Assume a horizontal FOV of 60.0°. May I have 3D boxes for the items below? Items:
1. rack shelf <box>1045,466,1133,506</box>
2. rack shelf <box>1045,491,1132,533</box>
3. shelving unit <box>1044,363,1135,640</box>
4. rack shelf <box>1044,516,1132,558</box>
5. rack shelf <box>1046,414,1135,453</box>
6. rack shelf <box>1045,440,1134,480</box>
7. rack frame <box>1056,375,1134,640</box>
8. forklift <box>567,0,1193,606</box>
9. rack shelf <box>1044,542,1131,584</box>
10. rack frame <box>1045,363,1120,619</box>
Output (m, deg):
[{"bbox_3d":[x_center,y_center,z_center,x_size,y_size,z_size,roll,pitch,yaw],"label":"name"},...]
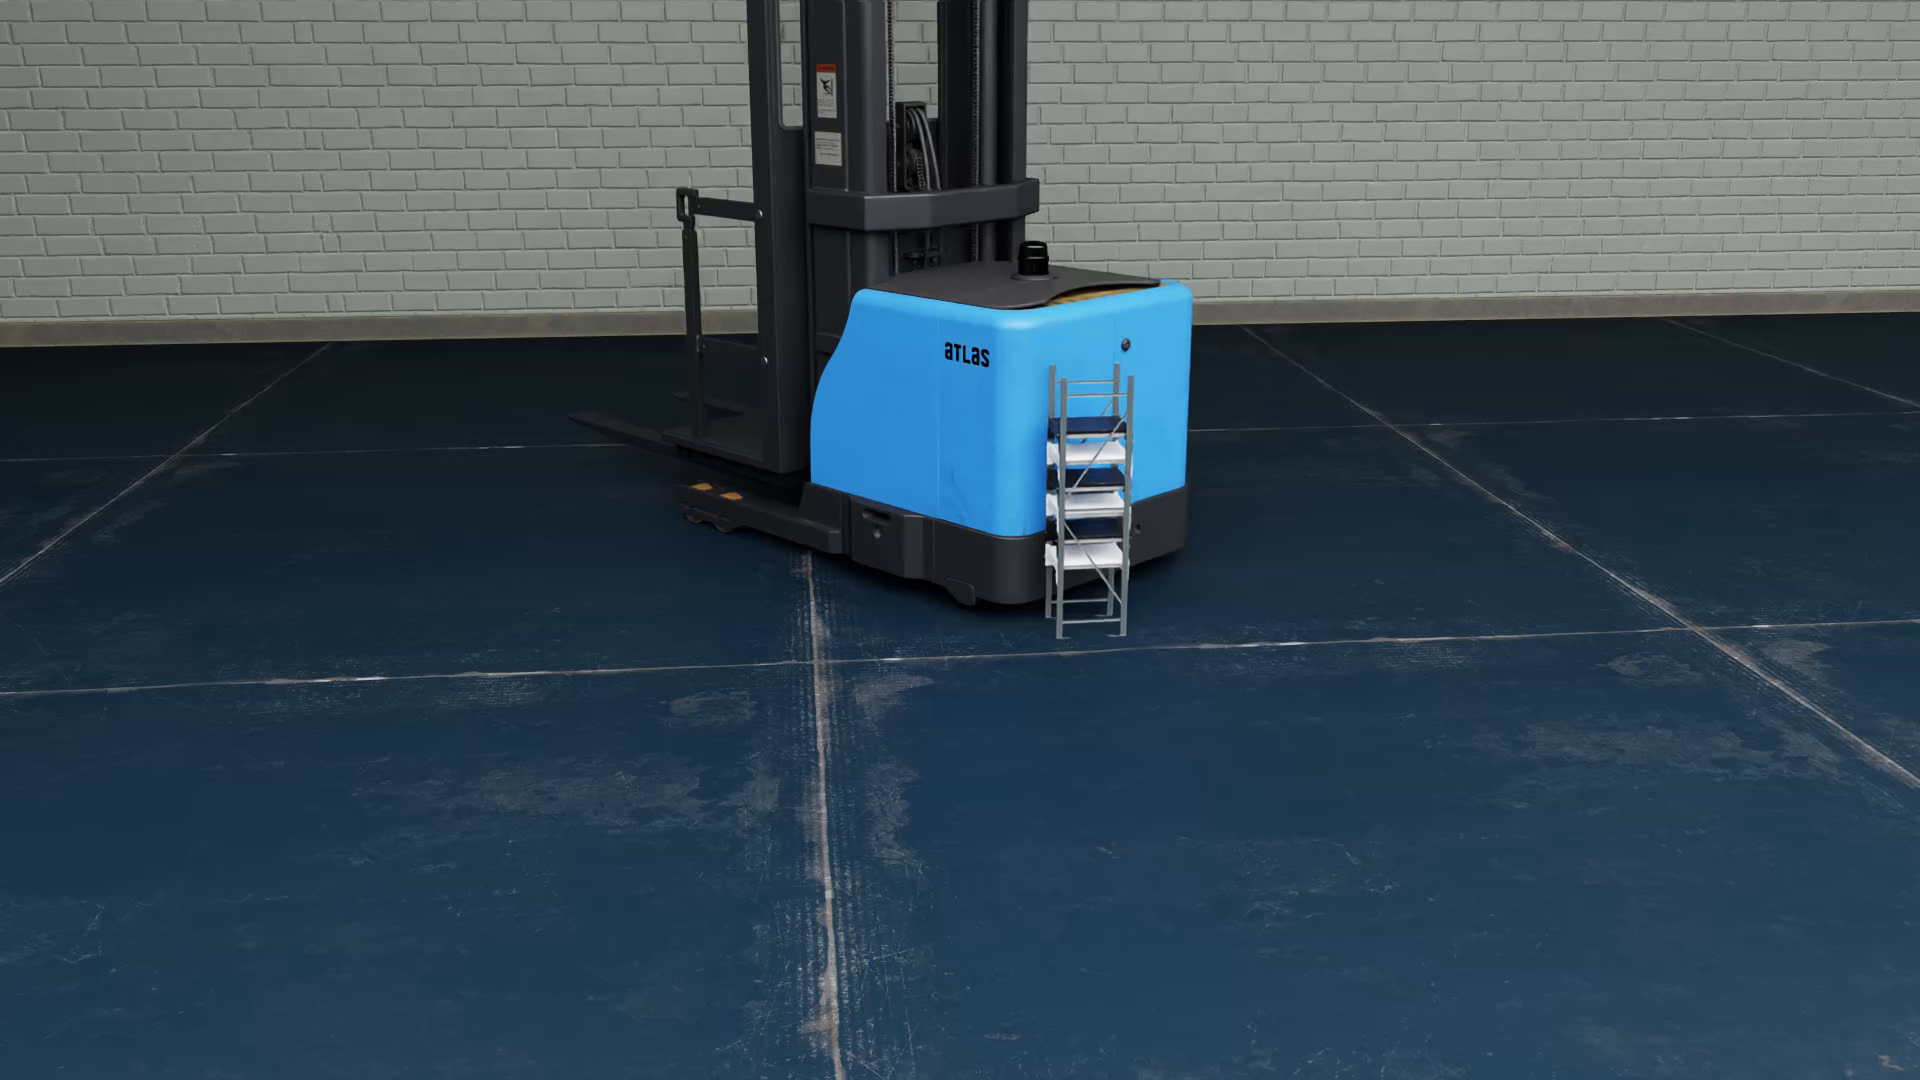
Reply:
[{"bbox_3d":[0.430,-0.182,5.564,0.258,0.077,0.200,-2,18,-7],"label":"rack shelf"},{"bbox_3d":[0.430,-0.096,5.591,0.258,0.077,0.200,-2,18,-7],"label":"rack shelf"},{"bbox_3d":[0.430,-0.128,5.581,0.258,0.900,0.210,-2,18,-7],"label":"shelving unit"},{"bbox_3d":[0.430,-0.010,5.618,0.258,0.077,0.200,-2,18,-7],"label":"rack shelf"},{"bbox_3d":[0.430,-0.353,5.510,0.258,0.077,0.200,-2,18,-7],"label":"rack shelf"},{"bbox_3d":[0.430,-0.268,5.537,0.258,0.077,0.200,-2,18,-7],"label":"rack shelf"},{"bbox_3d":[0.443,-0.097,5.485,0.240,0.900,0.006,-2,18,-7],"label":"rack frame"},{"bbox_3d":[-0.532,-1.524,6.640,3.031,2.935,1.130,16,24,42],"label":"forklift"},{"bbox_3d":[0.430,0.076,5.645,0.258,0.077,0.200,-2,18,-7],"label":"rack shelf"},{"bbox_3d":[0.416,-0.158,5.677,0.240,0.900,0.006,-2,18,-7],"label":"rack frame"}]
